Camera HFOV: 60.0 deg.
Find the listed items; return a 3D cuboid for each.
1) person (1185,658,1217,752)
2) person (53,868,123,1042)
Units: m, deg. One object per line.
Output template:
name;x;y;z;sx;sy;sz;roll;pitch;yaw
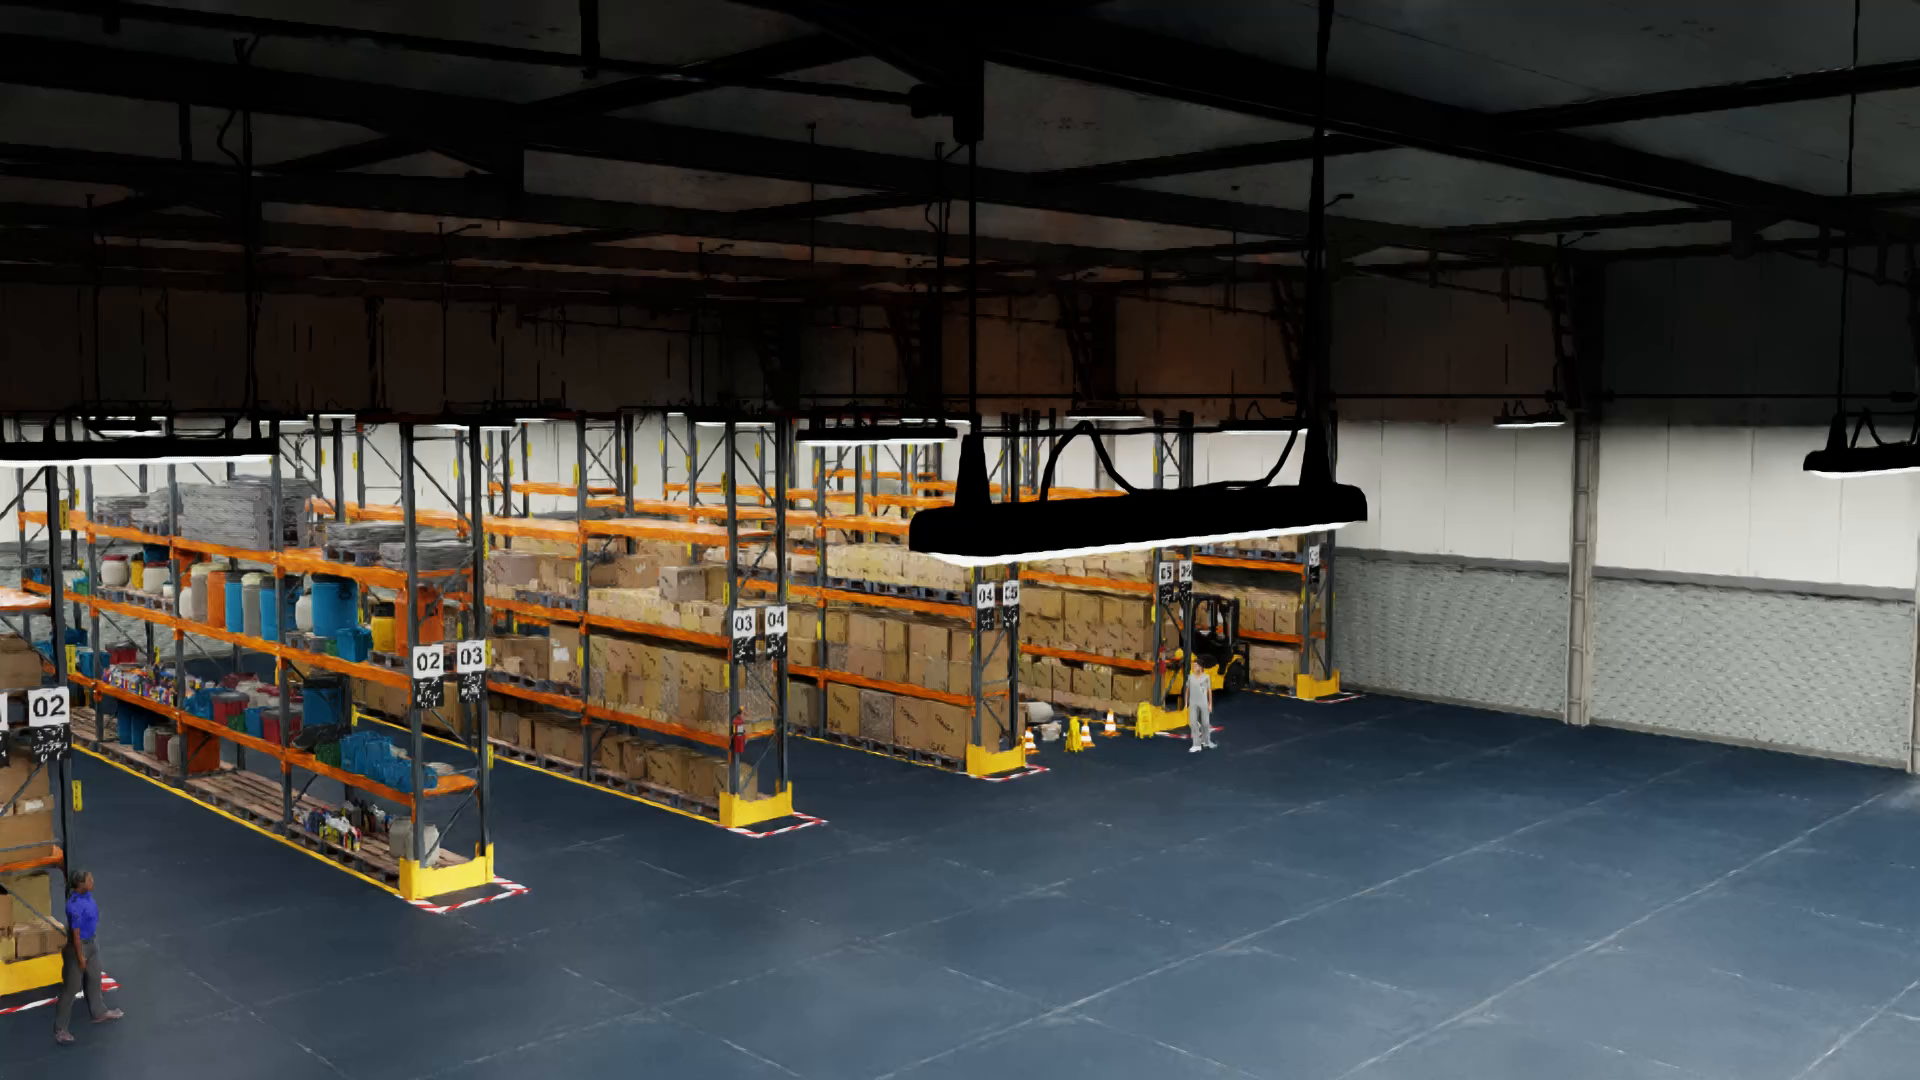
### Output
person;4.306;2.928;29.742;0.567;1.664;0.543;2;5;17
person;-8.713;4.060;16.517;0.523;1.648;0.674;-1;5;-12
